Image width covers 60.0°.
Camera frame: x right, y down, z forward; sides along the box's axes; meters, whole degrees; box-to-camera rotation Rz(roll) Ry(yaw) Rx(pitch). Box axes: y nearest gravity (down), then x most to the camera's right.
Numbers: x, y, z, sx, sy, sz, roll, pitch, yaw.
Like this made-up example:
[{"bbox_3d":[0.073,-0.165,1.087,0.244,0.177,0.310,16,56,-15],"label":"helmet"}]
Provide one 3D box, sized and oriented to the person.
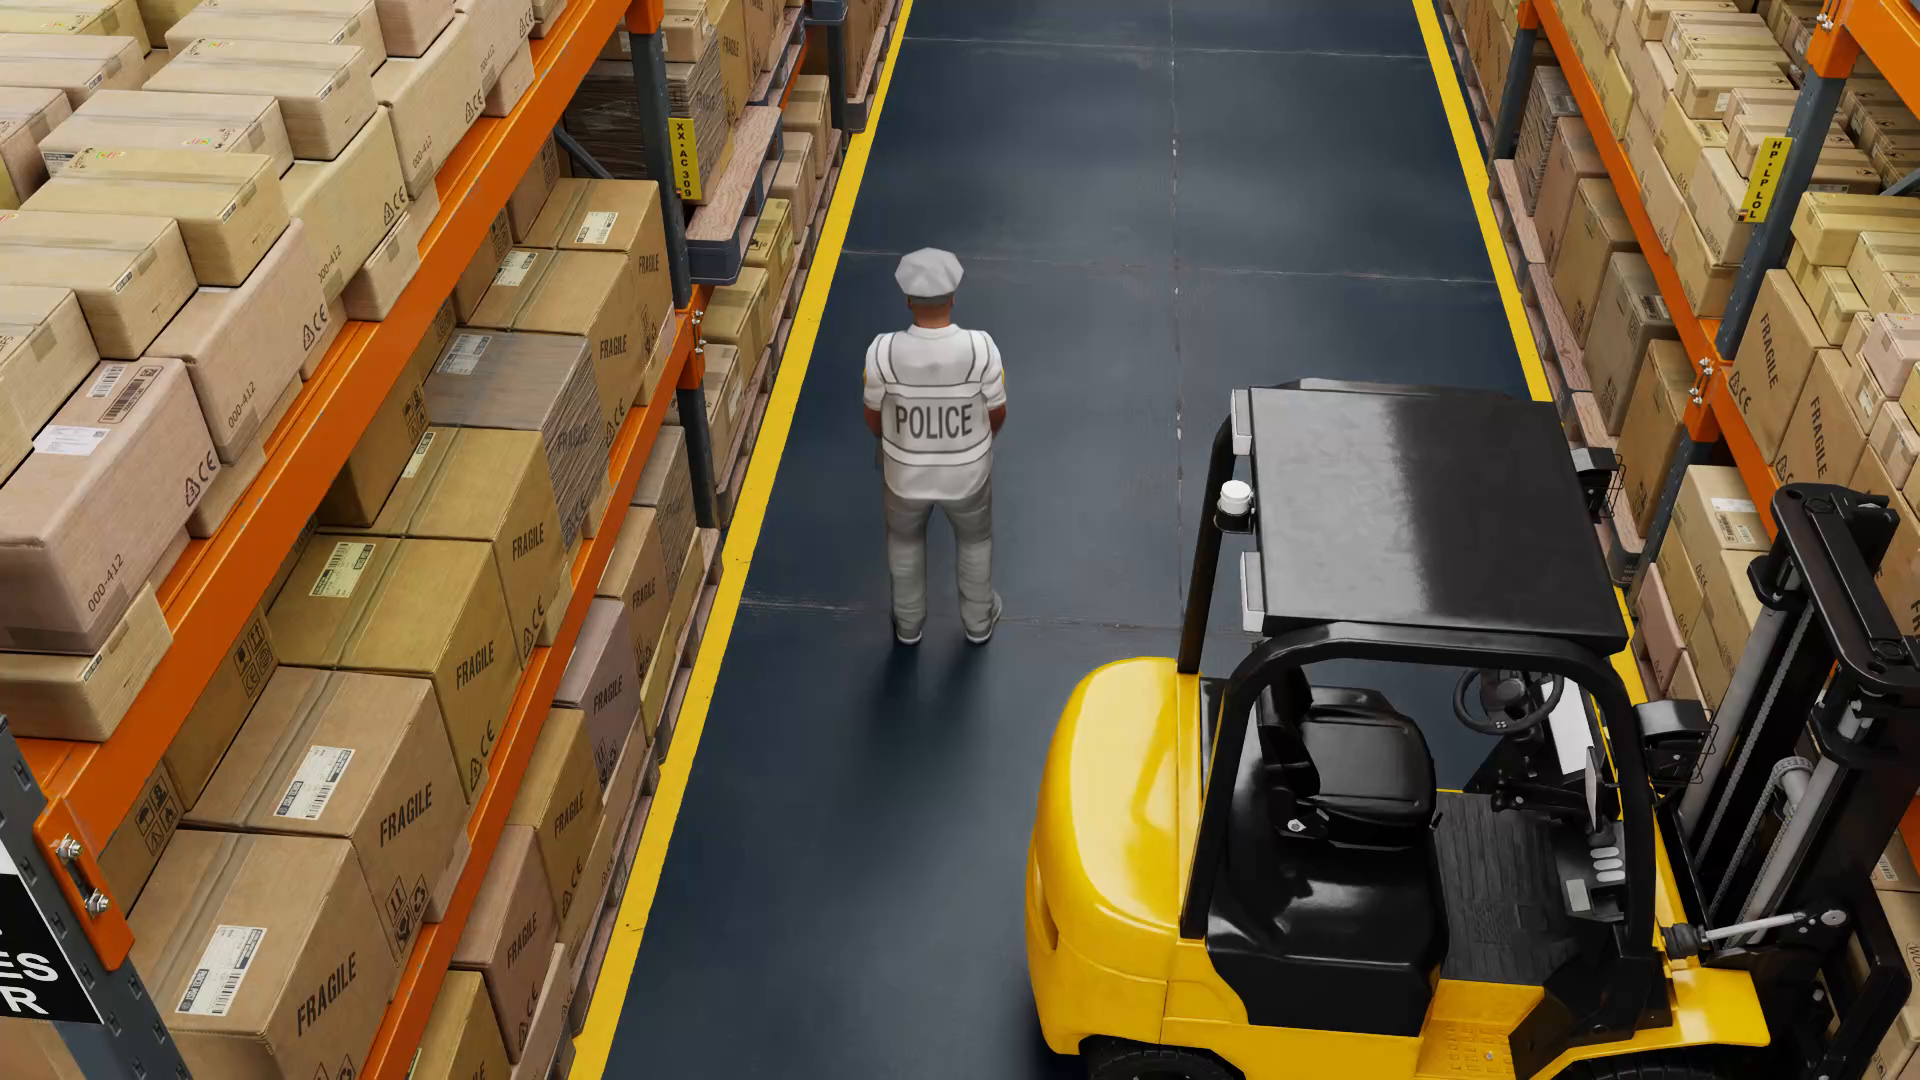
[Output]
[{"bbox_3d":[-0.094,-0.307,6.507,0.547,1.763,0.444,0,40,0],"label":"person"}]
